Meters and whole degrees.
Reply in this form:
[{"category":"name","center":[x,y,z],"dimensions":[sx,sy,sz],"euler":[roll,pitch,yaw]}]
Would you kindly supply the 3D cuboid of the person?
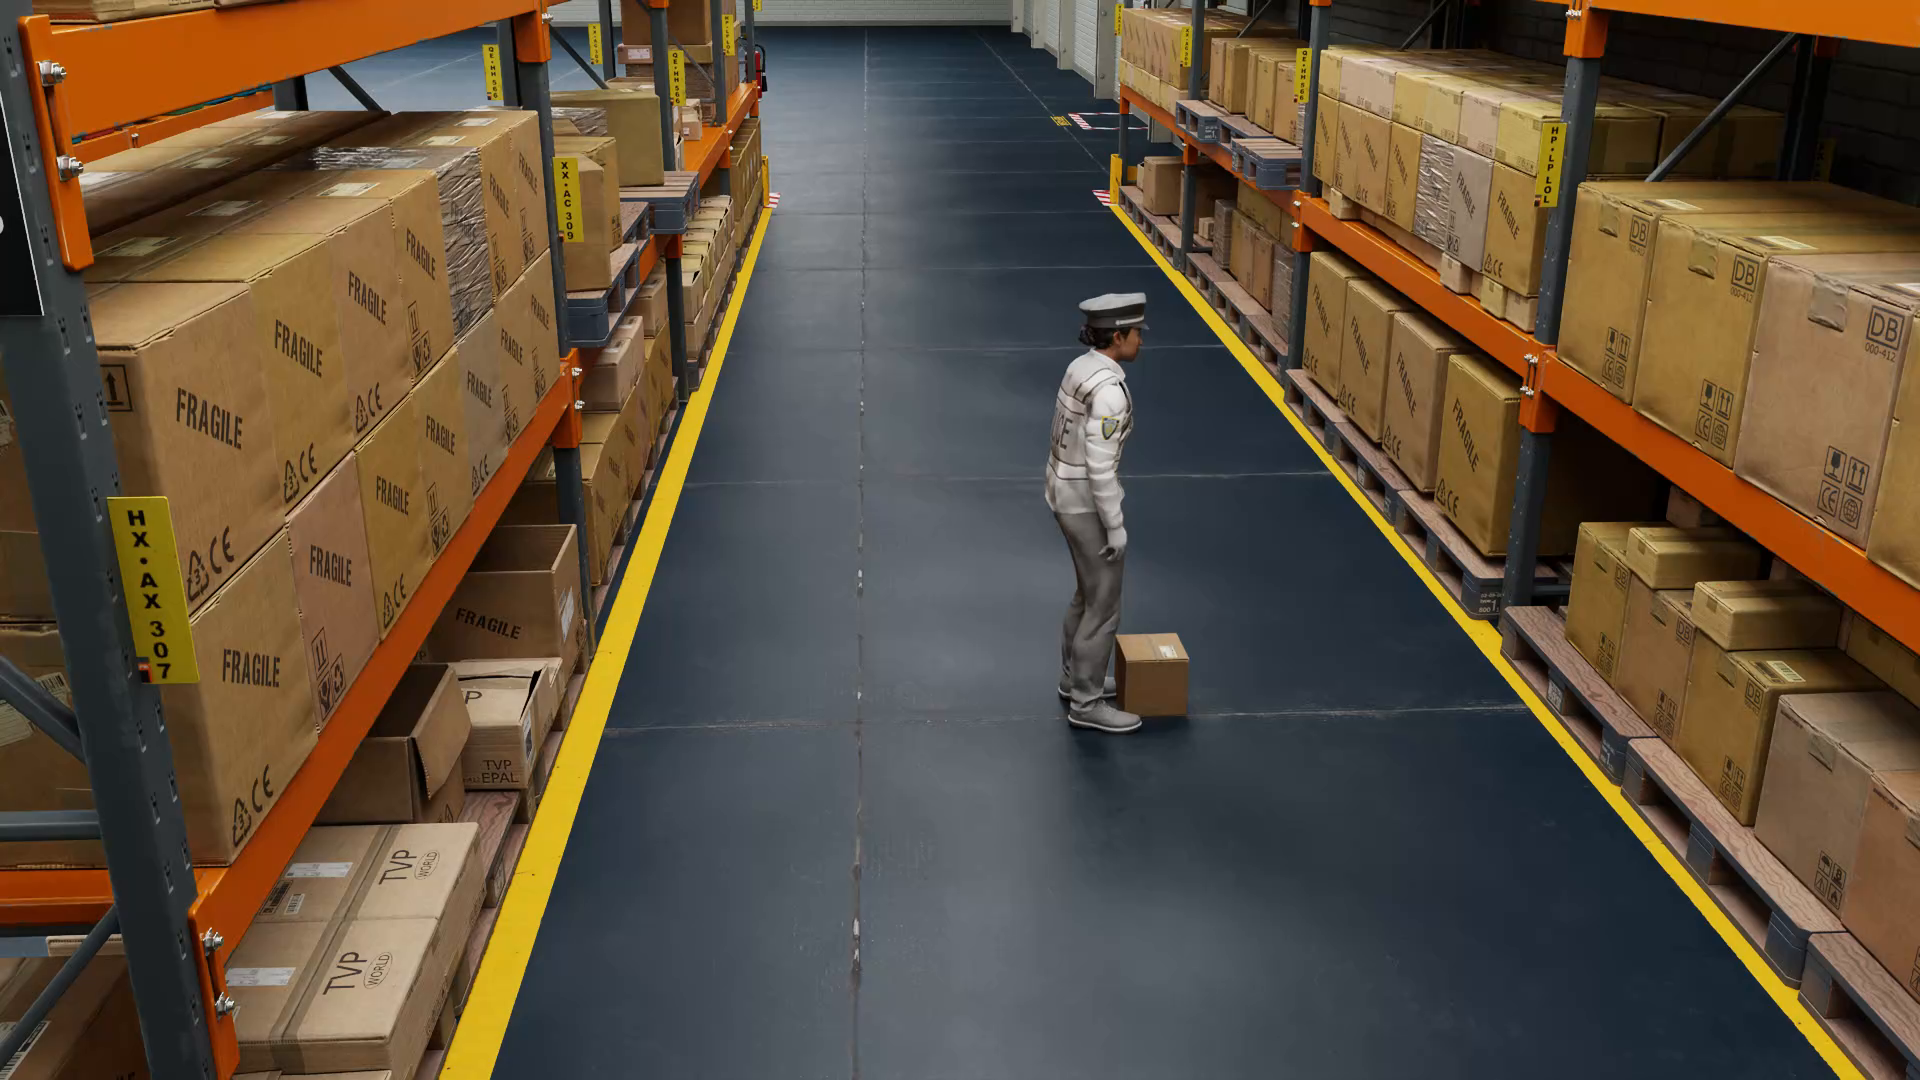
[{"category":"person","center":[0.520,-0.117,6.384],"dimensions":[0.376,1.664,0.546],"euler":[-2,21,-6]}]
